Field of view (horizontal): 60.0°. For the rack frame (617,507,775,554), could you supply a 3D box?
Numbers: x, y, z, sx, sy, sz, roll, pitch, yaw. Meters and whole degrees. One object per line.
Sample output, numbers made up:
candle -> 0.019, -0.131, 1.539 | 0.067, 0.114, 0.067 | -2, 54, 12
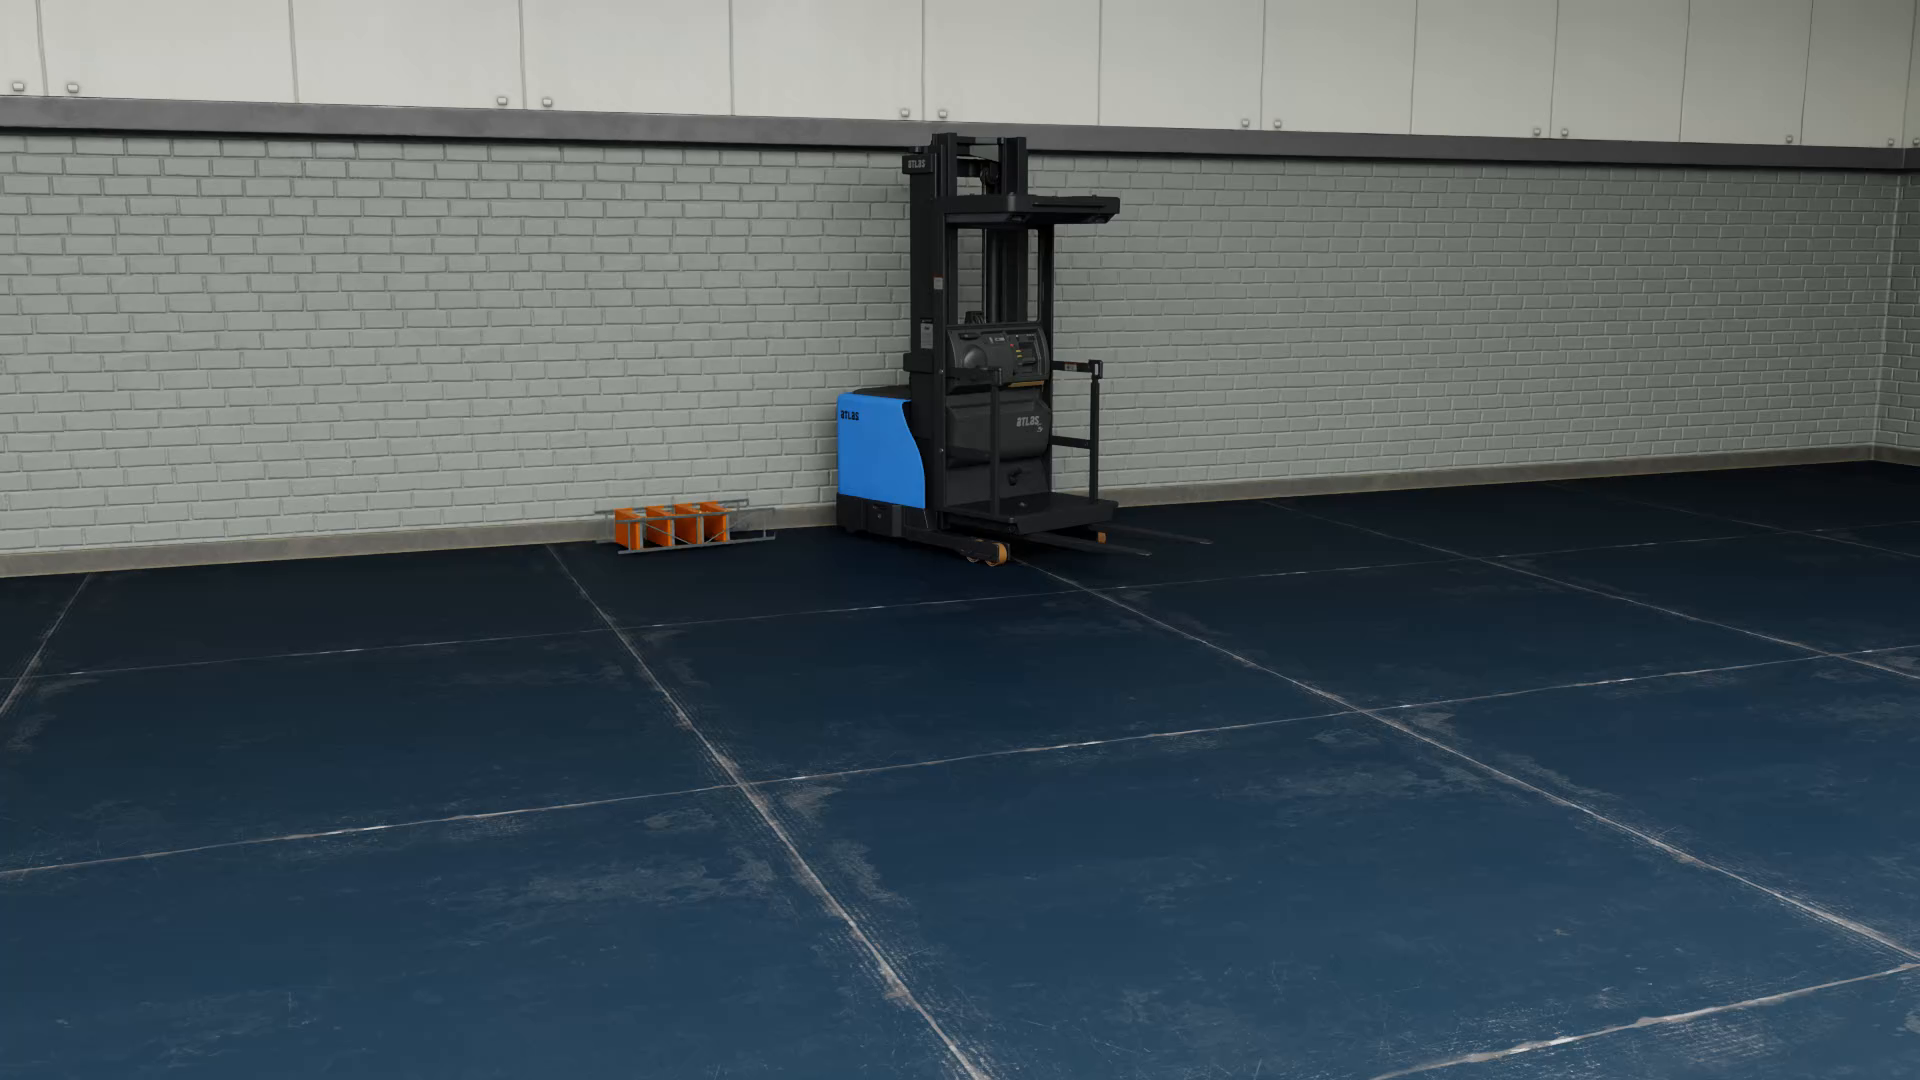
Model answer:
rack frame -> -1.887, -0.071, 11.980 | 1.200, 0.240, 0.015 | -6, 12, -30

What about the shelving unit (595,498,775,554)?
shelving unit -> -2.010, -0.108, 12.188 | 1.200, 0.258, 0.503 | -6, 12, -30

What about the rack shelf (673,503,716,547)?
rack shelf -> -1.952, -0.114, 12.221 | 0.148, 0.258, 0.480 | -6, 12, -30

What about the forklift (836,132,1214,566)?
forklift -> 0.422, -1.362, 11.709 | 1.130, 2.935, 3.031 | -9, 14, -42

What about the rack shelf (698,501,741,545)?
rack shelf -> -1.780, -0.132, 12.319 | 0.148, 0.258, 0.480 | -6, 12, -30

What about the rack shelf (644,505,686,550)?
rack shelf -> -2.145, -0.094, 12.111 | 0.148, 0.258, 0.480 | -6, 12, -30

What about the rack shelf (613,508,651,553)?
rack shelf -> -2.350, -0.074, 11.993 | 0.148, 0.258, 0.480 | -6, 12, -30

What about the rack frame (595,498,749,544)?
rack frame -> -2.132, -0.145, 12.396 | 1.200, 0.240, 0.015 | -6, 12, -30
